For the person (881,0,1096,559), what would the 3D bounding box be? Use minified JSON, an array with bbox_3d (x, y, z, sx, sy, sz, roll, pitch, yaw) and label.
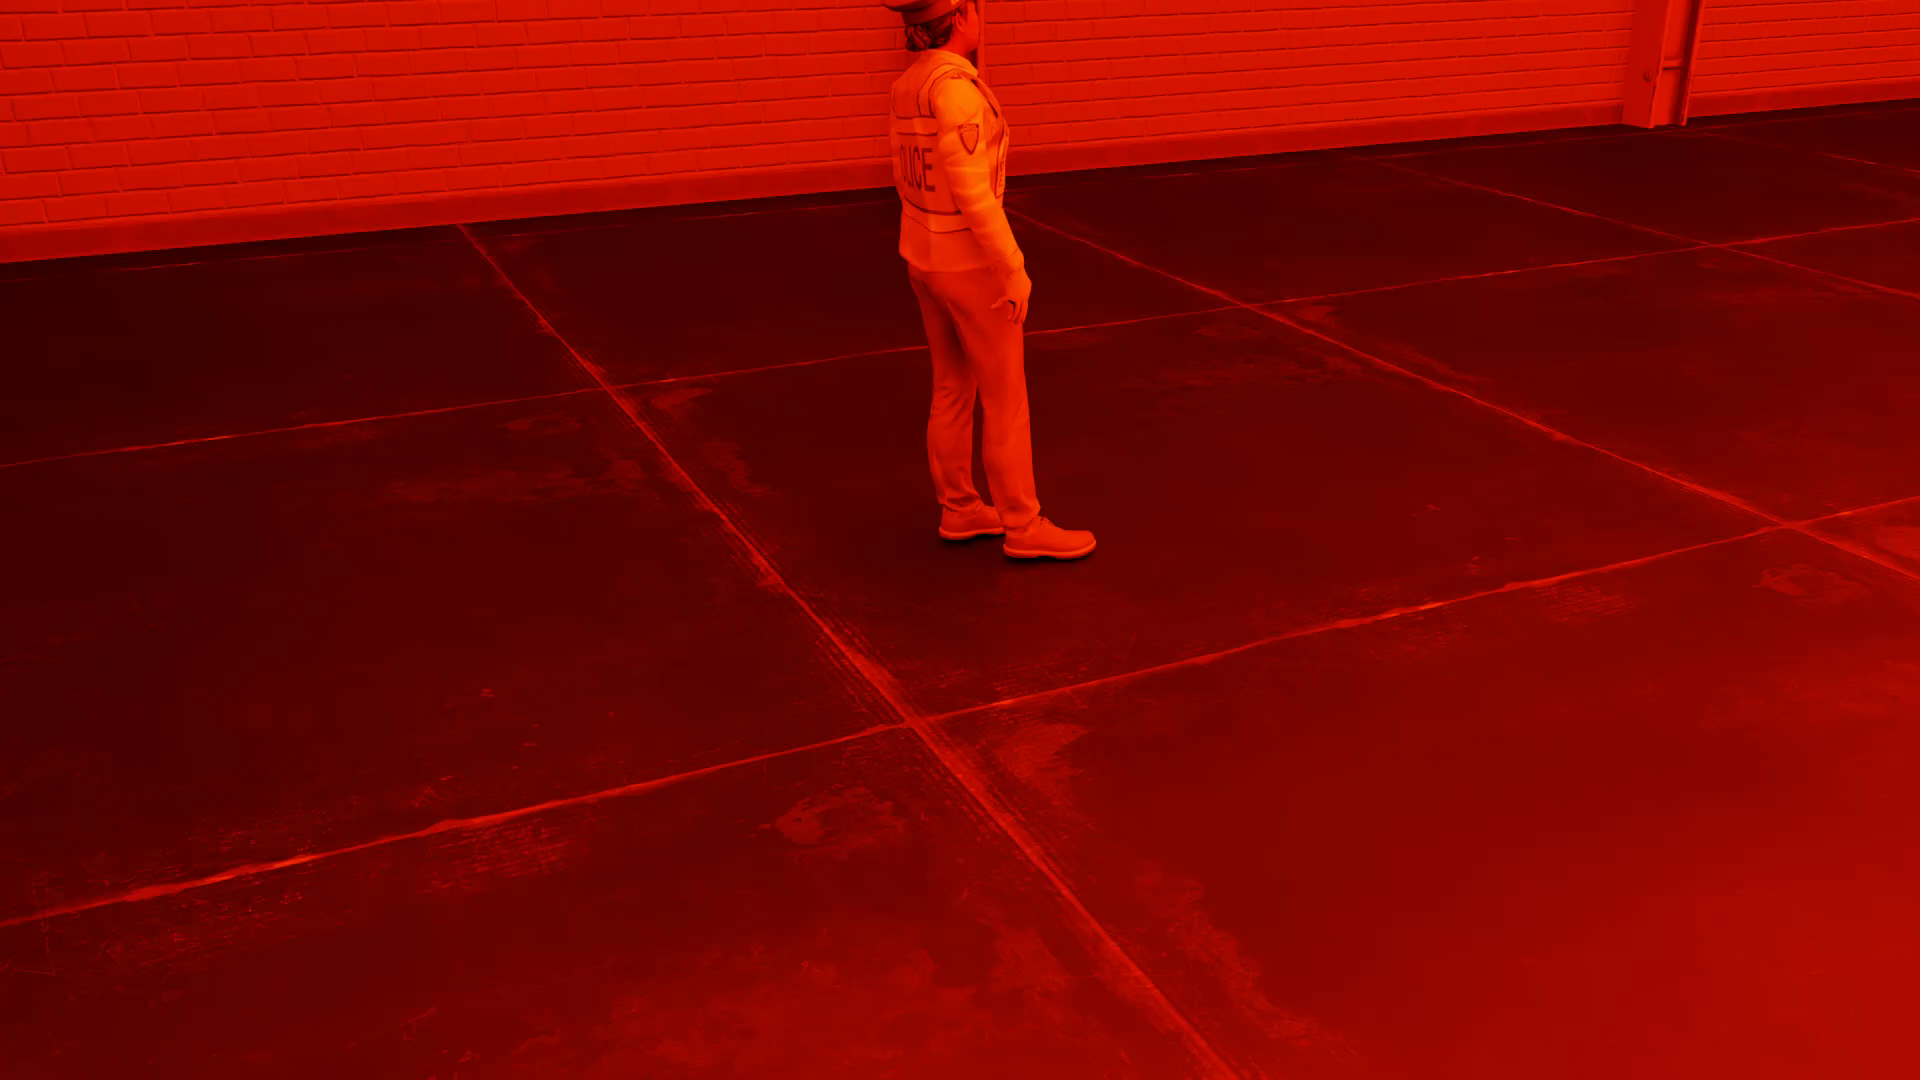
[{"bbox_3d":[0.066,-0.798,4.800,0.530,1.694,0.586,-10,25,-23],"label":"person"}]
